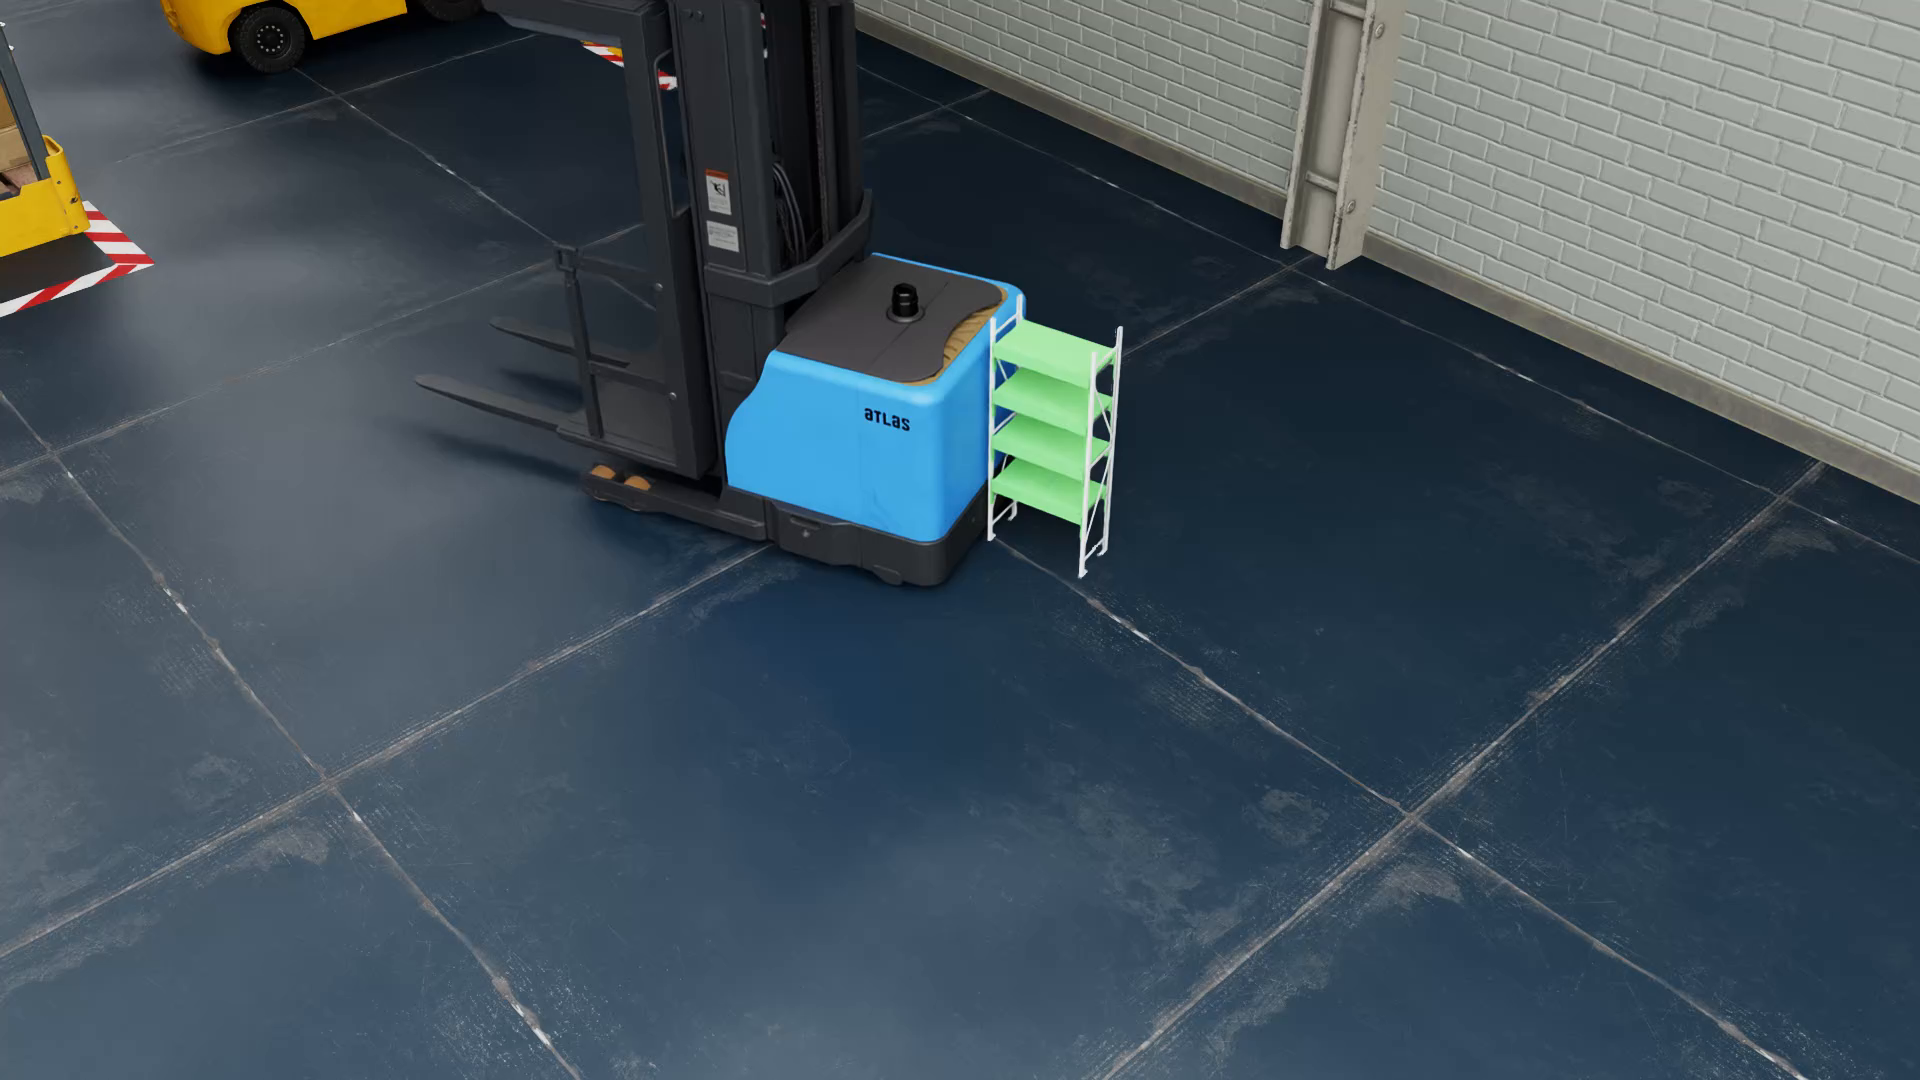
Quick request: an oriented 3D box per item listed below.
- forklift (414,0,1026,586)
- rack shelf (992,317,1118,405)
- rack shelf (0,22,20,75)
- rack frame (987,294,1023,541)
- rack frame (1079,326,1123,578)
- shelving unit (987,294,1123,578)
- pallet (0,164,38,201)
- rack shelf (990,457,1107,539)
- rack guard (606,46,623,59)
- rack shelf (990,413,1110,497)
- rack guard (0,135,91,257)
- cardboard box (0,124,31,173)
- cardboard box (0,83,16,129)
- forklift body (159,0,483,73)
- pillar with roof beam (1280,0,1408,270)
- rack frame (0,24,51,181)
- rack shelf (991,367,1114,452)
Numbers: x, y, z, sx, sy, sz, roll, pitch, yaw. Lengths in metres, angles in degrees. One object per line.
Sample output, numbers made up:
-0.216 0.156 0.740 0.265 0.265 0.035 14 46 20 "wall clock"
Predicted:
-1.248 -1.559 7.348 3.031 2.935 1.130 16 42 19 "forklift"
0.404 -0.766 7.082 0.480 0.148 0.258 22 44 25 "rack shelf"
-7.106 -3.502 10.271 1.077 0.370 4.000 -30 48 -32 "rack shelf"
0.199 -0.525 7.446 0.015 1.200 0.240 22 44 25 "rack frame"
0.609 -0.360 7.241 0.015 1.200 0.240 22 44 25 "rack frame"
0.404 -0.443 7.343 0.503 1.200 0.258 22 44 25 "shelving unit"
-6.328 -2.198 10.303 1.003 0.211 1.213 -30 48 -32 "pallet"
0.404 -0.206 7.534 0.480 0.148 0.258 22 44 25 "rack shelf"
-2.083 -3.984 12.285 1.175 0.500 0.348 -30 48 -32 "rack guard"
0.404 -0.393 7.383 0.480 0.148 0.258 22 44 25 "rack shelf"
-5.804 -1.919 9.728 1.175 0.500 0.348 -30 48 -32 "rack guard"
-6.095 -2.441 10.239 0.500 0.250 0.500 -30 48 -32 "cardboard box"
-6.111 -2.743 10.017 0.500 0.500 0.500 -32 49 -33 "cardboard box"
-4.726 -4.739 11.906 2.313 2.155 1.214 -30 48 -32 "forklift body"
-1.019 -3.400 4.798 9.100 9.000 0.400 -30 48 -32 "pillar with roof beam"
-5.753 -2.856 8.899 1.000 3.000 0.127 -30 48 -32 "rack frame"
0.404 -0.580 7.232 0.480 0.148 0.258 22 44 25 "rack shelf"
